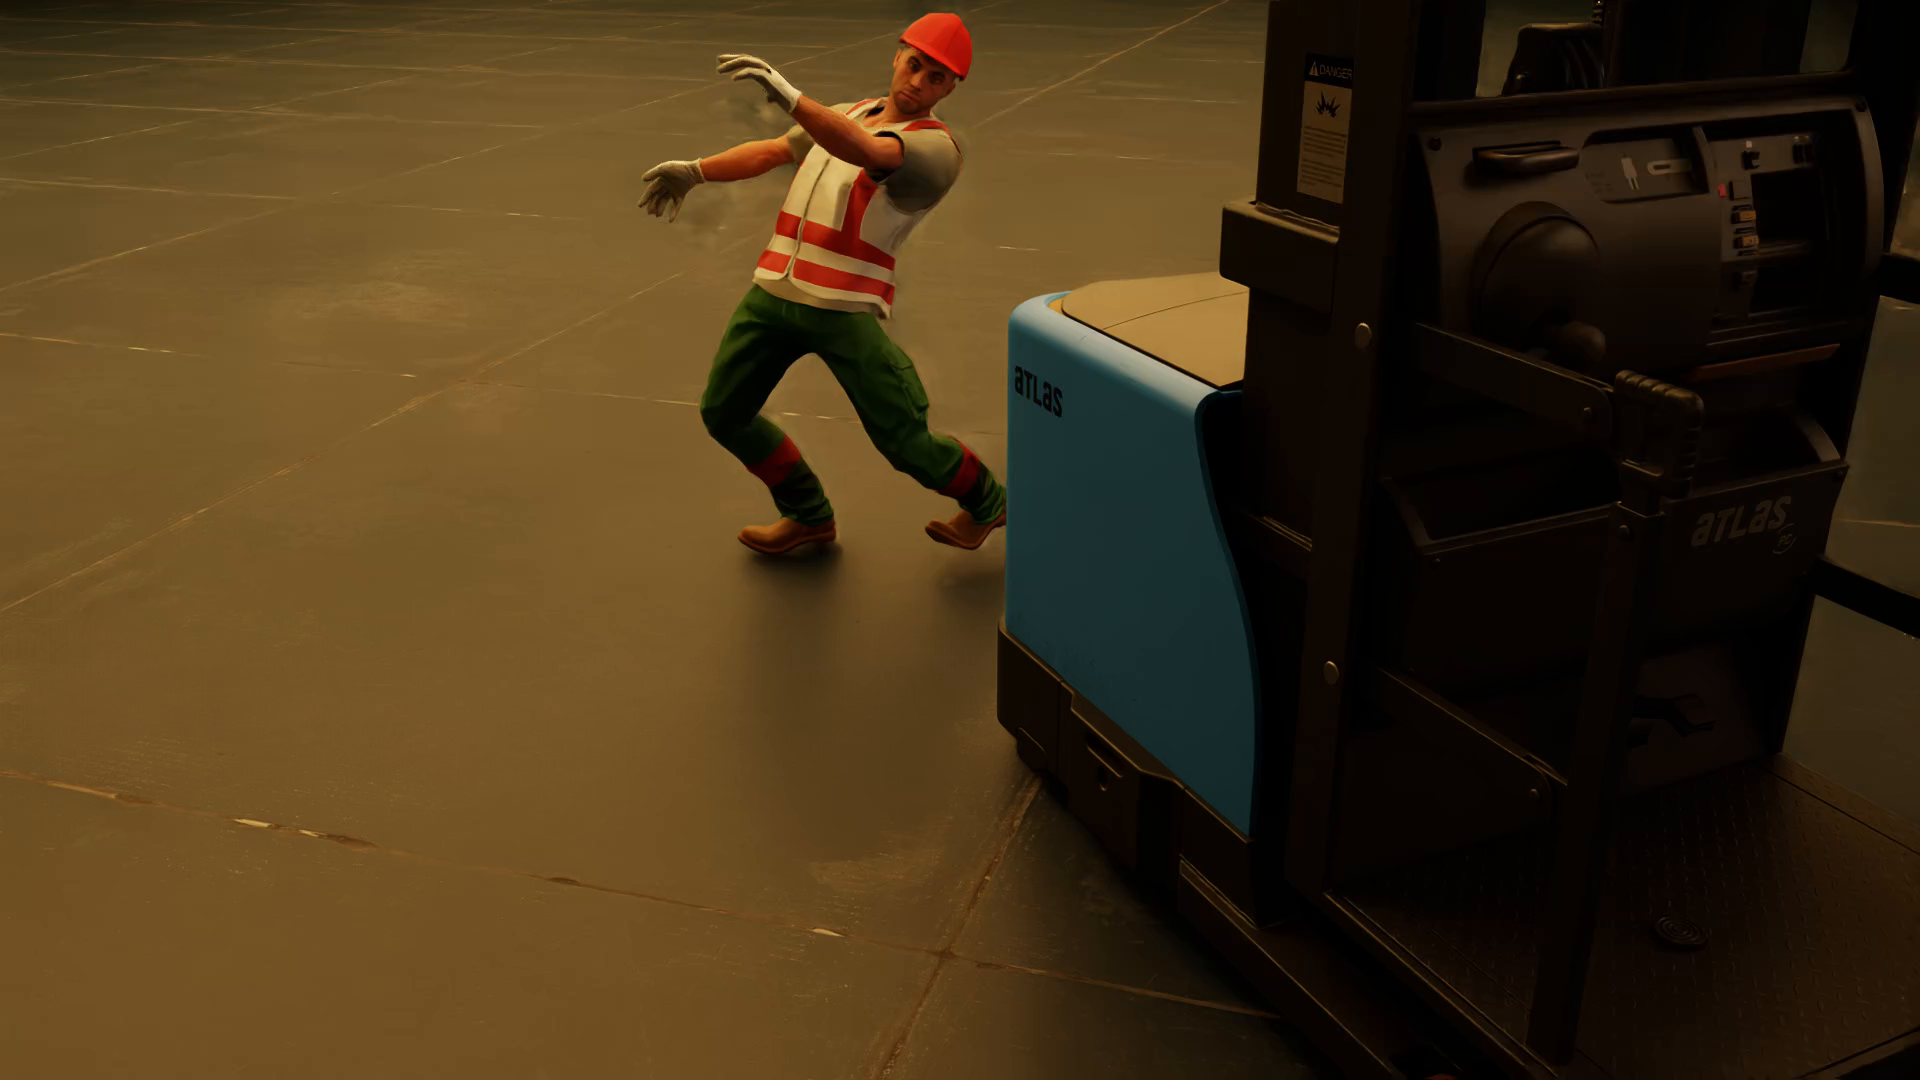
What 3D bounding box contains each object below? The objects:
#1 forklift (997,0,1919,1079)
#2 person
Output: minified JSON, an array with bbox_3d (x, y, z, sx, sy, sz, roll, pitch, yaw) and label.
[{"bbox_3d":[1.177,-0.457,2.387,1.130,2.935,3.031,-10,25,-23],"label":"forklift"},{"bbox_3d":[-0.466,-0.681,4.693,1.045,1.542,0.782,15,27,33],"label":"person"}]
